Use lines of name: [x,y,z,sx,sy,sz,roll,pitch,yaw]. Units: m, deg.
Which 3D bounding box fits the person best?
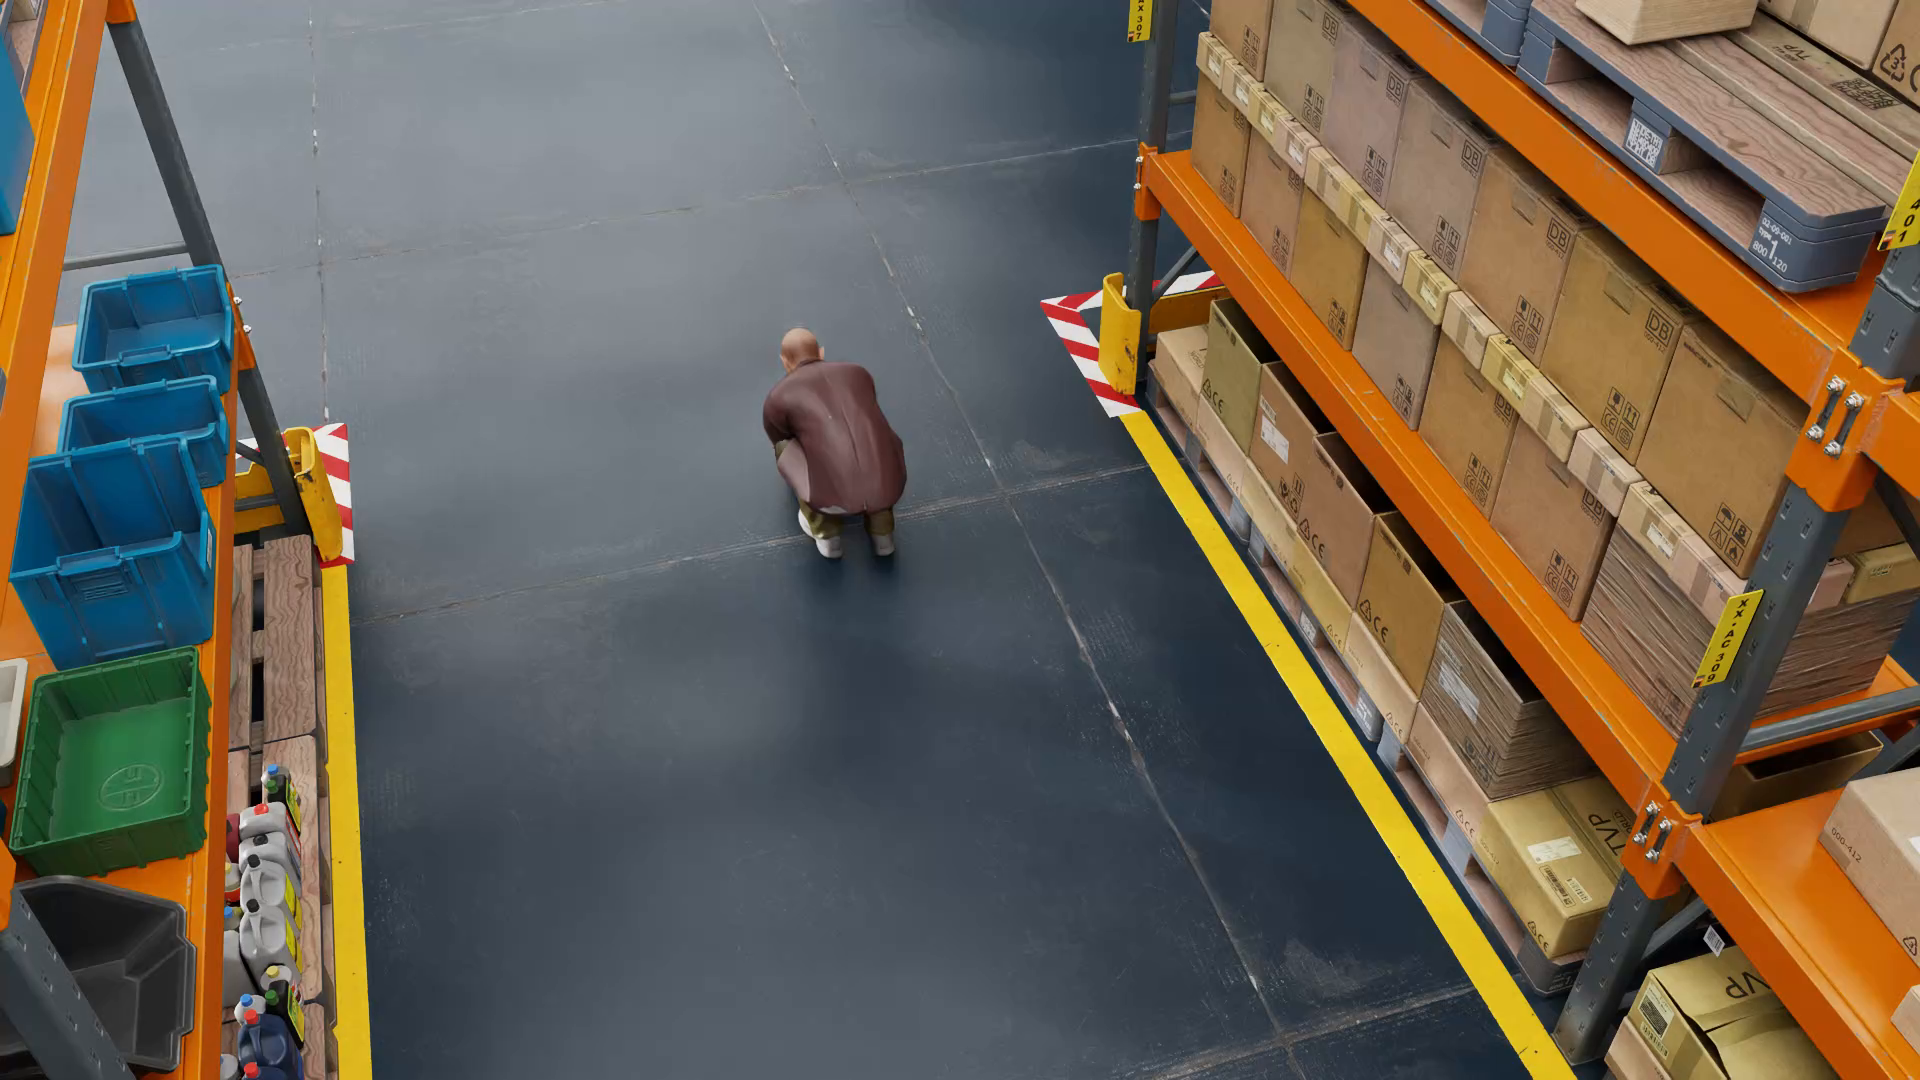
person: [-0.551,-0.384,7.394,0.584,0.884,0.910,-12,43,-13]
